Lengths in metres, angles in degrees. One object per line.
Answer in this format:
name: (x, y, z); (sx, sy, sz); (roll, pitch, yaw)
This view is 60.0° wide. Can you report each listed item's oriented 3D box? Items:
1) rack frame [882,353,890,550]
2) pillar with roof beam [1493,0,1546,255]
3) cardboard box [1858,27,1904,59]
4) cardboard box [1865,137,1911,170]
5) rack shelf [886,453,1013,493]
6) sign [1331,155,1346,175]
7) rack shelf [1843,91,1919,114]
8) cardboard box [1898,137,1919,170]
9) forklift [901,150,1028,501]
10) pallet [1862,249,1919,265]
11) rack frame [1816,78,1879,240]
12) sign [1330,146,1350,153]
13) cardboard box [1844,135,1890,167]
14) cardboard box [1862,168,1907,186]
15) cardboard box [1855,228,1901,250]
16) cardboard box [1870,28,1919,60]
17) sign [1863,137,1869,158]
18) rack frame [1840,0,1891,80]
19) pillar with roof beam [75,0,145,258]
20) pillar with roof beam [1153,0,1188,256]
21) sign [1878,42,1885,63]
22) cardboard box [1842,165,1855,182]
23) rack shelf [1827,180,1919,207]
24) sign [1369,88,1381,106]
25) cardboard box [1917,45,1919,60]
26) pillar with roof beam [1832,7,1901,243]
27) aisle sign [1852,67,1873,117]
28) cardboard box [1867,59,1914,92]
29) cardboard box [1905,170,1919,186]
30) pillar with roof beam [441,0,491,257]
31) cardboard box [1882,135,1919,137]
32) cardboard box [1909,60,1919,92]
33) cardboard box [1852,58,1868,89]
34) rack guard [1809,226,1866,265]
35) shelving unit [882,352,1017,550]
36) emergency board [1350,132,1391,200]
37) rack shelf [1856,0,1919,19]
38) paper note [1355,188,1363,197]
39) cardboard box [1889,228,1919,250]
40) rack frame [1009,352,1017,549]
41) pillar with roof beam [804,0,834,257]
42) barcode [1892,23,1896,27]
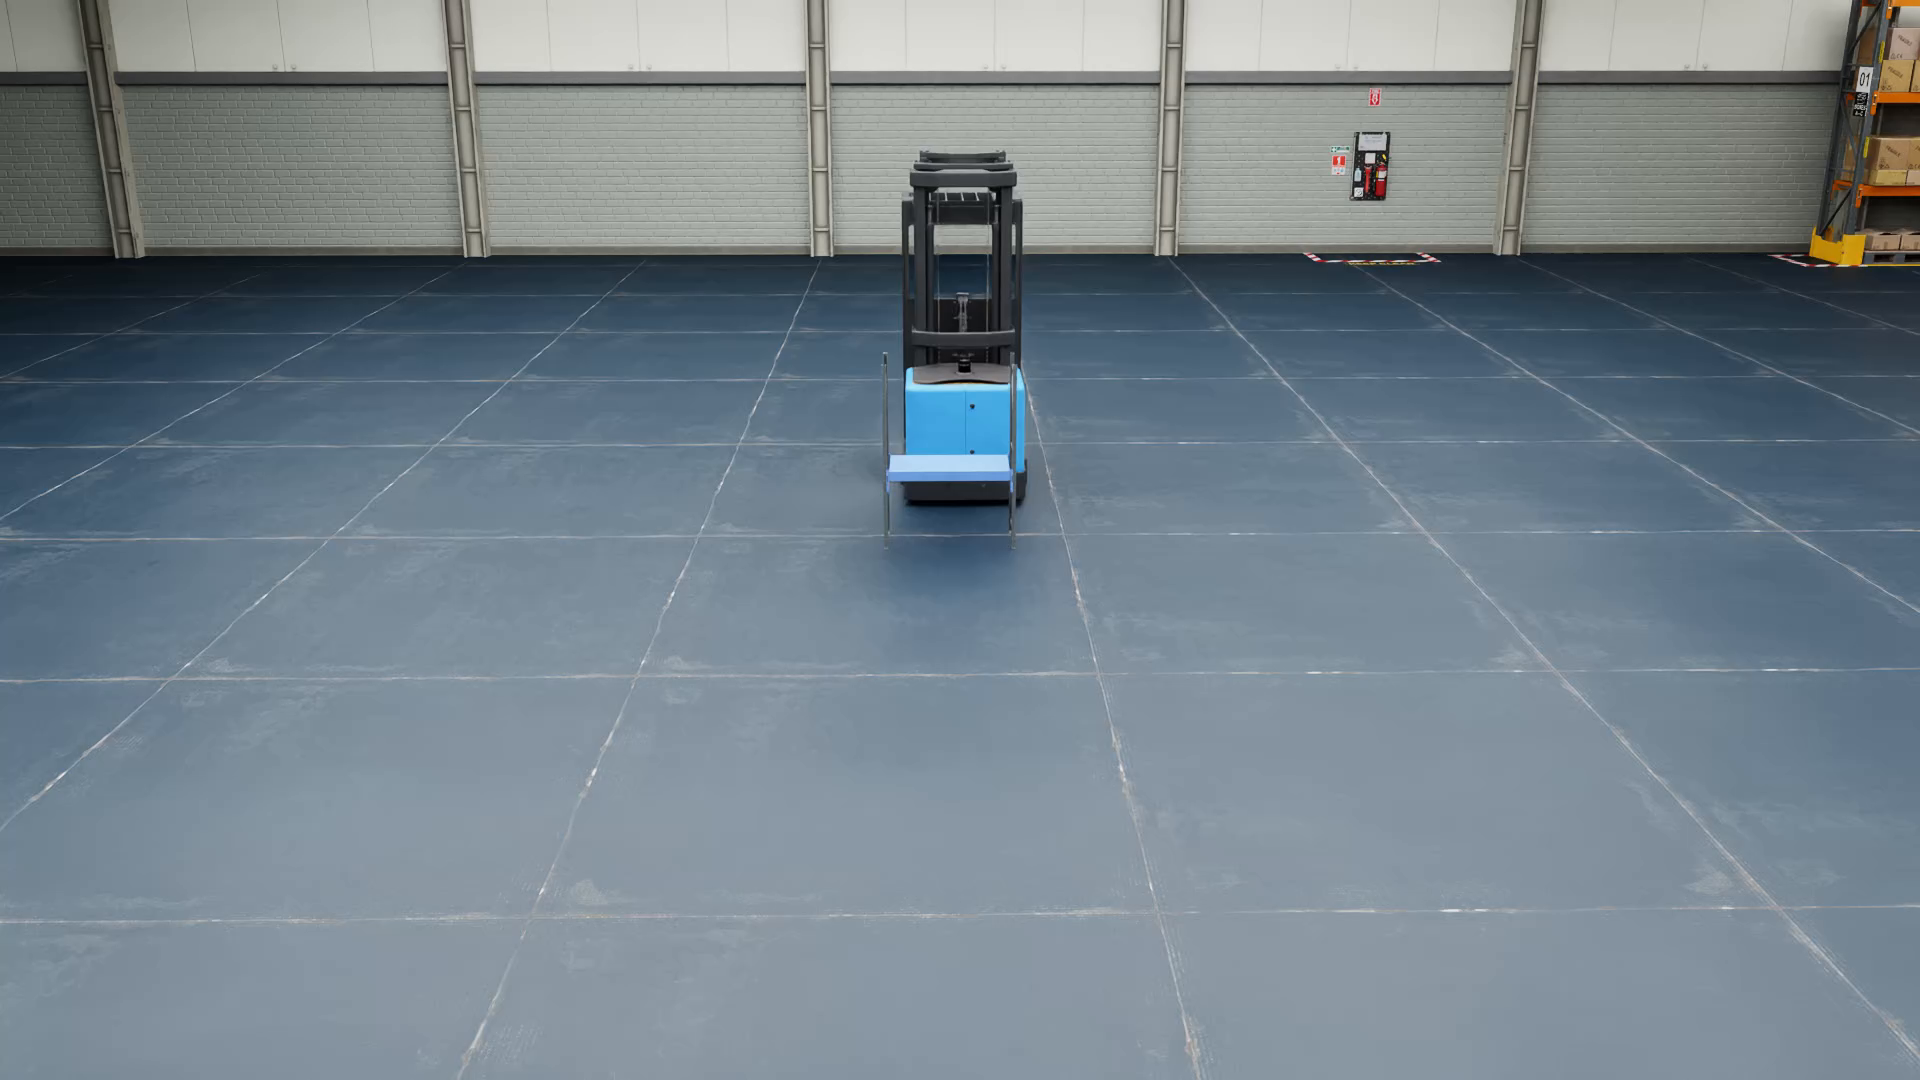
rack frame: (-0.594, -0.711, 13.310); (0.032, 1.500, 0.500); (0, 18, -1)
pillar with roof beam: (9.666, -8.001, 23.758); (0.400, 9.000, 9.100); (0, 18, -1)
cardboard box: (15.338, -8.264, 27.656); (0.500, 0.500, 0.500); (1, 18, 2)
cardboard box: (15.393, -6.427, 27.656); (0.500, 0.500, 0.500); (0, 18, -1)
rack shelf: (-0.085, -0.542, 13.372); (1.000, 0.185, 0.538); (0, 18, -1)
sign: (6.572, -6.505, 28.857); (0.234, 0.329, 0.001); (0, 18, -1)
rack shelf: (16.911, -7.316, 27.711); (4.000, 0.370, 1.077); (0, 18, -1)
cardboard box: (15.888, -6.426, 27.654); (0.500, 0.500, 0.500); (0, 18, -1)
forklift: (0.013, -2.133, 15.399); (1.130, 2.935, 3.031); (0, 18, -1)
pallet: (15.800, -4.887, 28.435); (1.213, 0.211, 1.003); (0, 18, -1)
rack frame: (14.911, -6.221, 28.030); (0.127, 3.000, 1.000); (0, 18, -1)
sign: (6.577, -6.755, 28.768); (0.331, 0.109, 0.001); (0, 18, -1)
cardboard box: (15.379, -6.583, 28.144); (0.500, 0.500, 0.500); (0, 18, -1)
cardboard box: (15.404, -6.064, 27.755); (0.500, 0.250, 0.500); (-1, 18, -2)
cardboard box: (15.604, -5.126, 28.298); (0.500, 0.311, 0.500); (-2, 18, -7)
cardboard box: (15.300, -8.110, 27.175); (0.500, 0.500, 0.500); (-2, 18, -5)
sign: (14.920, -6.467, 27.381); (0.005, 0.325, 0.100); (0, 18, -1)
rack frame: (14.911, -9.078, 27.113); (0.127, 3.000, 1.000); (0, 18, -1)
pillar with roof beam: (-14.331, -7.886, 23.398); (0.400, 9.000, 9.100); (0, 18, -1)
pillar with roof beam: (3.667, -7.972, 23.668); (0.400, 9.000, 9.100); (0, 18, -1)
sign: (14.920, -7.900, 26.921); (0.005, 0.325, 0.100); (0, 18, -1)
cardboard box: (15.376, -6.221, 28.241); (0.500, 0.250, 0.500); (0, 18, 0)
rack shelf: (16.911, -5.888, 28.170); (4.000, 0.370, 1.077); (0, 18, -1)
sign: (7.117, -7.594, 28.513); (0.199, 0.298, 0.001); (0, 18, -1)
cardboard box: (15.803, -8.097, 27.134); (0.500, 0.500, 0.500); (0, 18, -1)
pillar with roof beam: (15.665, -8.030, 23.849); (0.400, 9.000, 9.100); (0, 18, -1)
aisle sign: (14.844, -7.367, 27.346); (0.004, 0.787, 0.394); (0, 18, -1)
cardboard box: (15.249, -7.632, 27.320); (0.500, 0.500, 0.500); (0, 18, 1)
cardboard box: (15.923, -6.071, 27.776); (0.500, 0.250, 0.500); (-1, 18, -3)
pillar with roof beam: (-8.332, -7.915, 23.488); (0.400, 9.000, 9.100); (0, 18, -1)
cardboard box: (15.883, -6.583, 28.143); (0.500, 0.500, 0.500); (0, 18, 0)
cardboard box: (15.787, -7.623, 27.294); (0.500, 0.500, 0.500); (1, 18, 3)
cardboard box: (15.324, -7.786, 27.801); (0.500, 0.500, 0.500); (1, 18, 3)
rack guard: (14.987, -5.031, 28.413); (0.348, 0.500, 1.175); (0, 18, -1)
shelving unit: (-0.085, -0.714, 13.317); (1.048, 1.500, 0.538); (0, 18, -1)
emergency board: (7.127, -6.459, 28.773); (0.643, 1.169, 0.194); (0, 18, -1)
rack shelf: (16.911, -8.743, 27.254); (4.000, 0.370, 1.077); (0, 18, -1)
paper note: (6.949, -6.060, 28.970); (0.142, 0.148, 0.016); (0, 18, -1)
cardboard box: (16.174, -5.129, 28.306); (0.500, 0.311, 0.500); (1, 18, 4)
rack frame: (0.423, -0.716, 13.325); (0.032, 1.500, 0.500); (0, 18, -1)
pillar with roof beam: (-2.332, -7.944, 23.578); (0.400, 9.000, 9.100); (0, 18, -1)
barcode: (15.613, -8.615, 27.799); (0.075, 0.075, 0.001); (0, 18, -1)
